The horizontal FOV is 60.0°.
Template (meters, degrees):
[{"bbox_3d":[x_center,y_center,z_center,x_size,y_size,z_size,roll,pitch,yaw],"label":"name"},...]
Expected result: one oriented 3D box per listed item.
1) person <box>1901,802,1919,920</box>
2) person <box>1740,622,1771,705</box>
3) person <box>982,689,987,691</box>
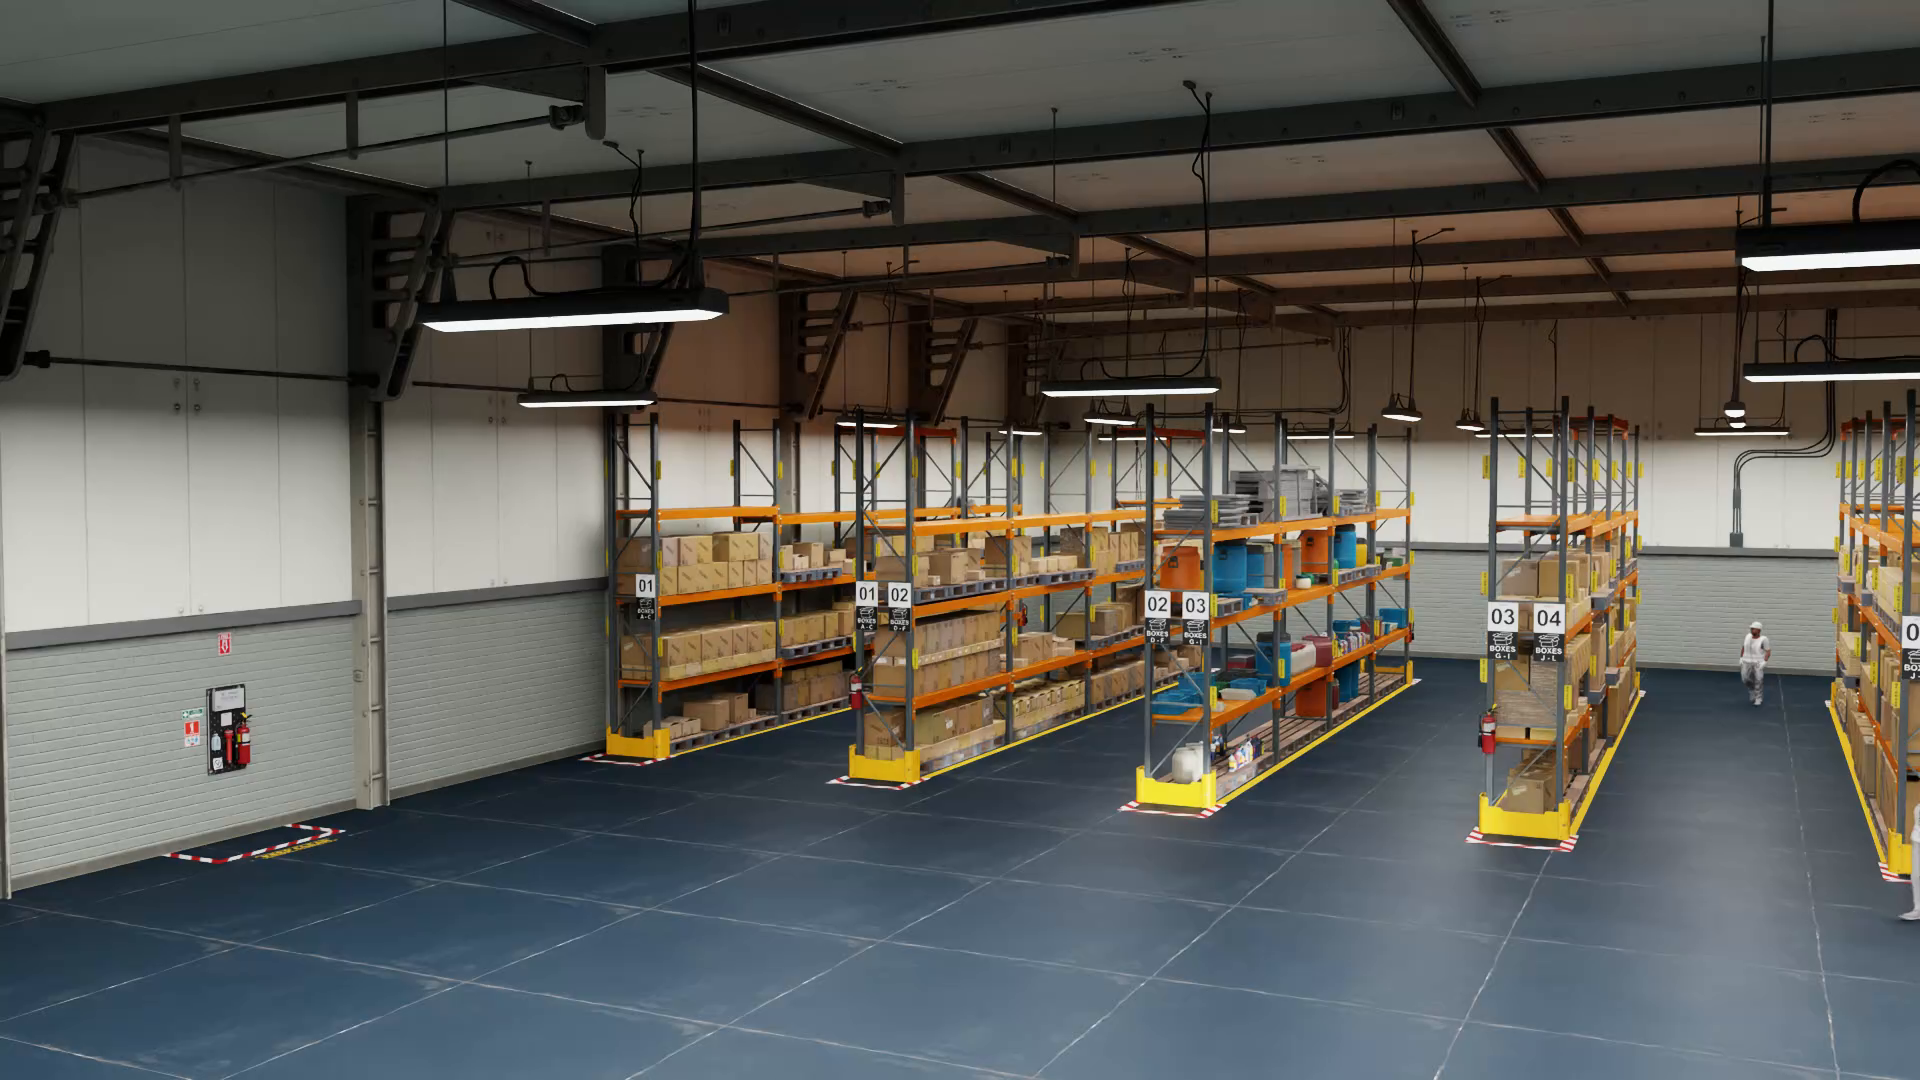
[{"bbox_3d":[10.803,3.375,18.456,0.655,1.673,0.443,-1,3,-27],"label":"person"},{"bbox_3d":[16.961,2.628,35.496,0.619,1.767,0.687,1,3,30],"label":"person"},{"bbox_3d":[0.388,2.606,35.713,0.725,1.772,0.563,-1,3,-28],"label":"person"}]
